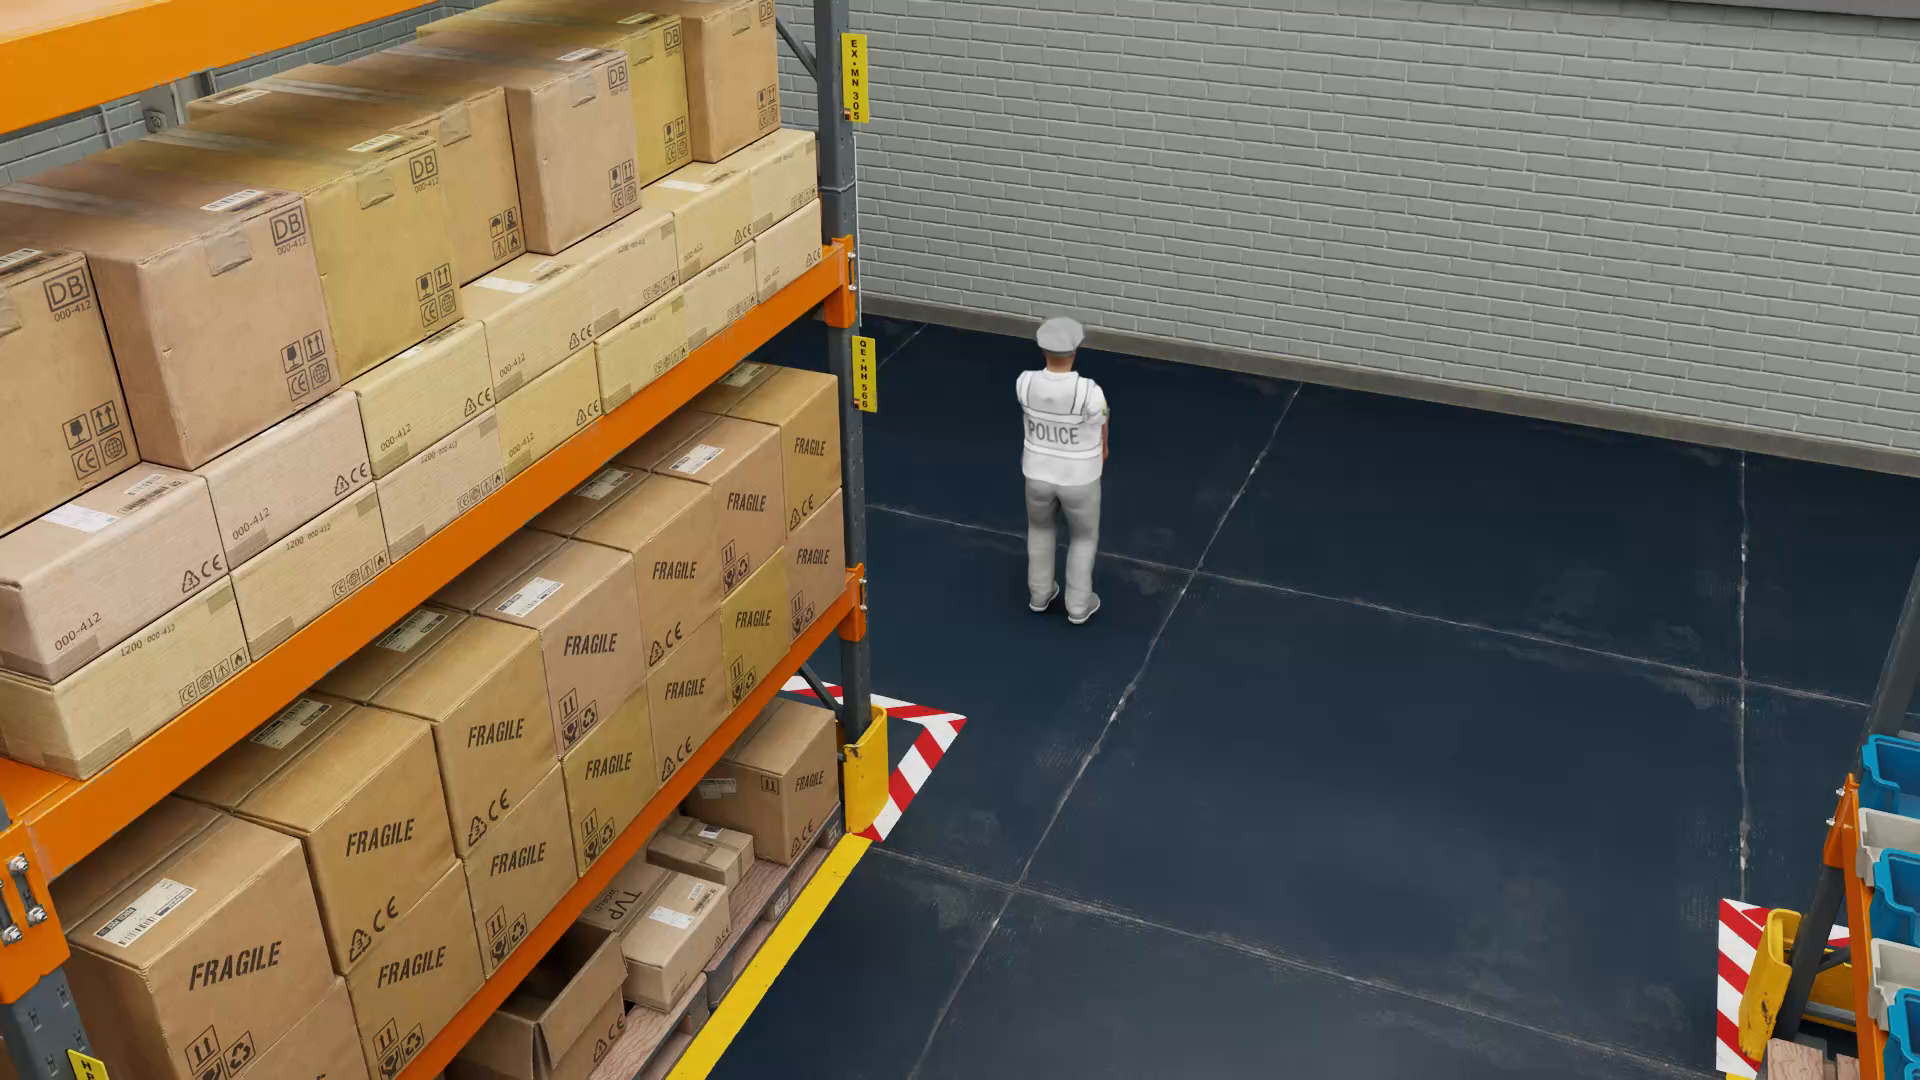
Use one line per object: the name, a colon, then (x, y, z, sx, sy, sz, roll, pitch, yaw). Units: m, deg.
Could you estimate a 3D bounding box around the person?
person: (0.573, -0.408, 9.101, 0.490, 1.771, 0.566, 12, 31, 19)
